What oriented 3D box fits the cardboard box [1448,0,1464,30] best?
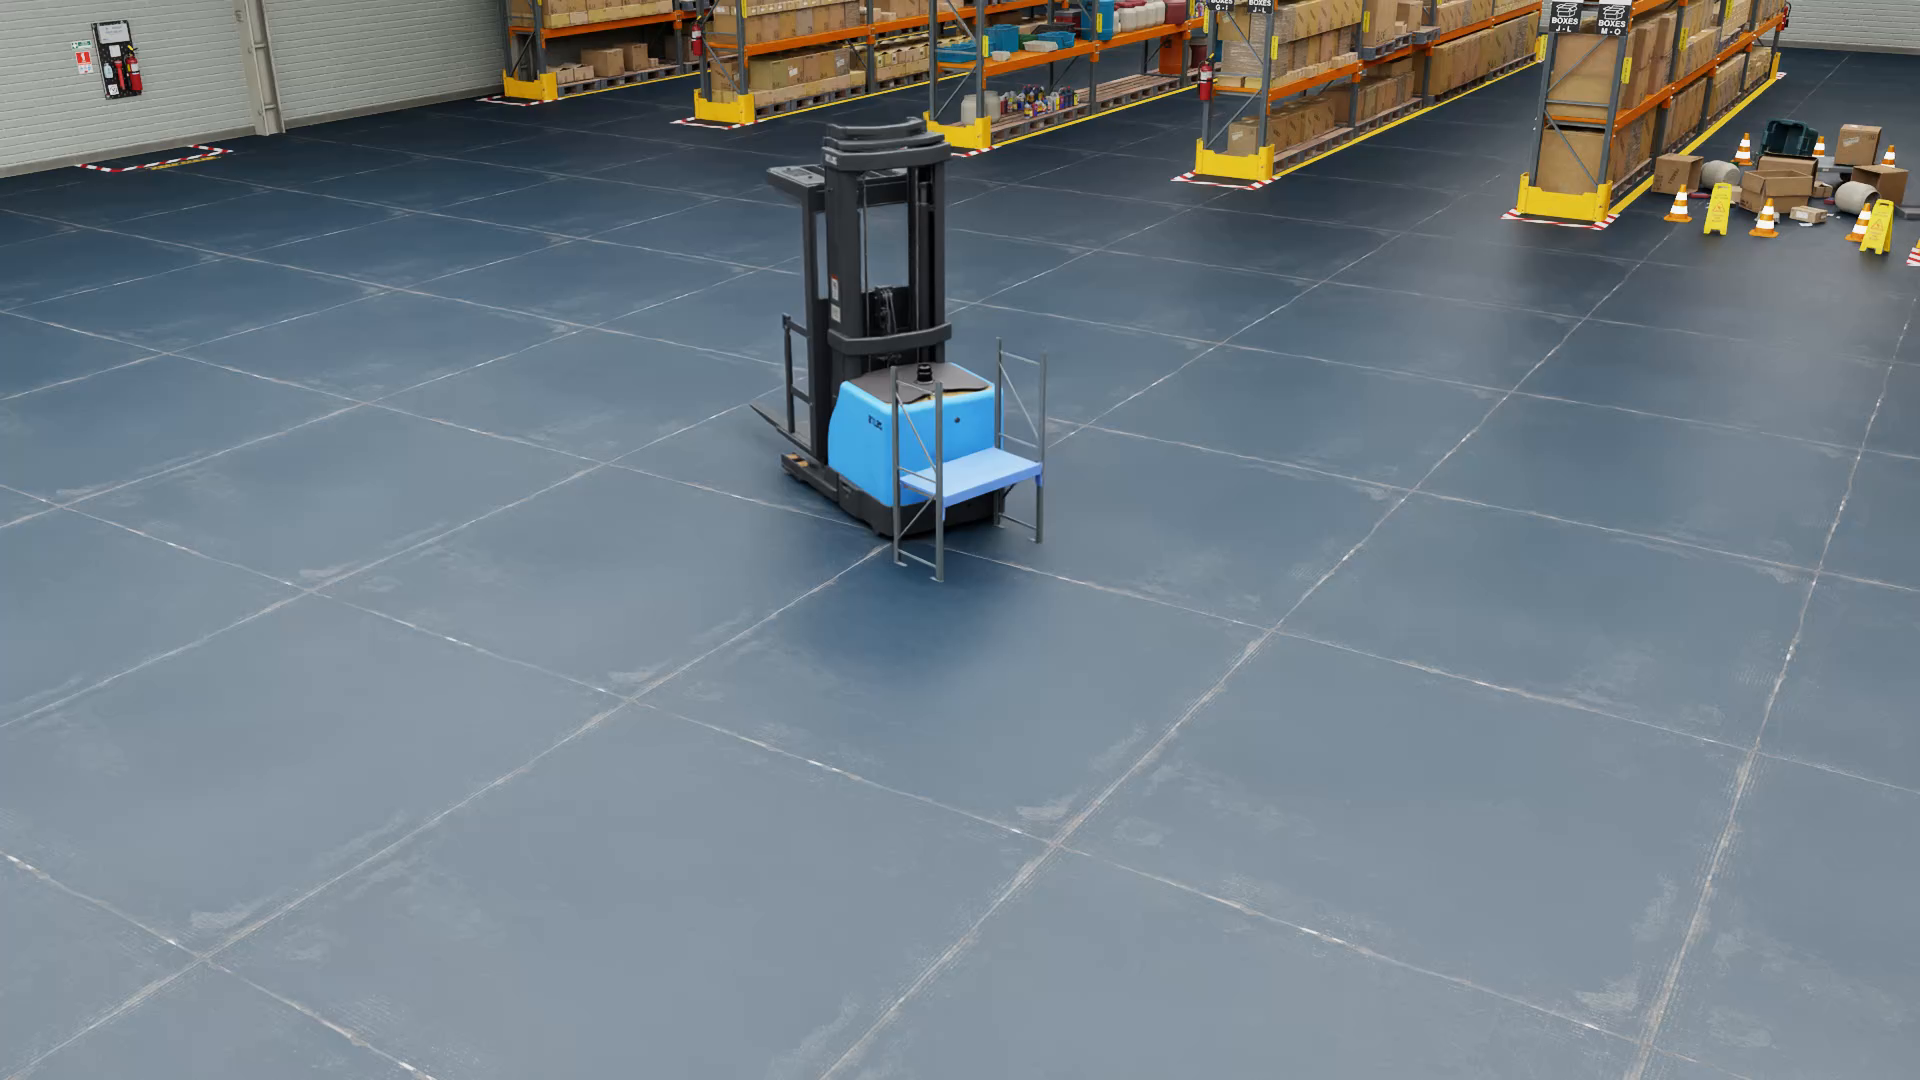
[{"bbox_3d":[9.399,-10.149,32.129,0.500,0.500,0.500,13,27,28],"label":"cardboard box"}]

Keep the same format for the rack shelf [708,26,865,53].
[{"bbox_3d":[-3.205,-9.460,31.322,0.919,0.124,3.809,14,27,29],"label":"rack shelf"}]

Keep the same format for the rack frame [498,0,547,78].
[{"bbox_3d":[-8.471,-10.062,32.054,1.000,3.000,0.127,14,27,29],"label":"rack frame"}]

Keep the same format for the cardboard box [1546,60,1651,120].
[{"bbox_3d":[8.924,-6.344,23.276,0.937,0.550,2.165,14,27,29],"label":"cardboard box"}]

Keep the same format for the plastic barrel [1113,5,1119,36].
[{"bbox_3d":[2.747,-9.676,30.989,0.433,0.535,0.433,0,23,0],"label":"plastic barrel"}]

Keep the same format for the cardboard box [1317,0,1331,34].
[{"bbox_3d":[5.466,-8.224,26.049,0.500,0.500,0.500,14,27,29],"label":"cardboard box"}]

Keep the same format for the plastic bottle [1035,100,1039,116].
[{"bbox_3d":[1.348,-7.598,29.242,0.097,0.271,0.097,0,23,0],"label":"plastic bottle"}]

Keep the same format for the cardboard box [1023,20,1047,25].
[{"bbox_3d":[1.785,-11.739,38.519,0.500,0.500,0.500,14,27,29],"label":"cardboard box"}]

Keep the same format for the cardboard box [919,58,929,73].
[{"bbox_3d":[-0.916,-9.910,34.634,0.500,0.250,0.500,14,27,30],"label":"cardboard box"}]

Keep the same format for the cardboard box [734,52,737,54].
[{"bbox_3d":[-5.195,-11.240,37.367,0.700,0.500,0.500,14,27,29],"label":"cardboard box"}]

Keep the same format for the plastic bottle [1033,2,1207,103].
[{"bbox_3d":[3.186,-9.490,32.237,0.601,1.363,6.012,15,27,30],"label":"plastic bottle"}]

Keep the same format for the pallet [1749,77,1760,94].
[{"bbox_3d":[15.611,-9.293,33.786,1.003,0.211,1.213,14,27,29],"label":"pallet"}]

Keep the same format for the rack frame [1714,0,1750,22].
[{"bbox_3d":[14.642,-9.926,31.738,0.949,2.616,0.053,14,27,29],"label":"rack frame"}]

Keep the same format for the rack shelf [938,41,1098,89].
[{"bbox_3d":[1.001,-8.331,28.960,1.077,0.370,4.000,14,27,29],"label":"rack shelf"}]

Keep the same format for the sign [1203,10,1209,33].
[{"bbox_3d":[3.693,-7.748,24.852,0.100,0.325,0.005,14,27,29],"label":"sign"}]

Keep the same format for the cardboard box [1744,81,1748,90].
[{"bbox_3d":[15.109,-8.865,32.347,0.380,0.149,0.250,13,26,27],"label":"cardboard box"}]

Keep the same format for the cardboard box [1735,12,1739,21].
[{"bbox_3d":[13.910,-9.517,30.208,0.380,0.149,0.250,14,27,29],"label":"cardboard box"}]

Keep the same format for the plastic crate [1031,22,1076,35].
[{"bbox_3d":[1.672,-9.158,30.042,0.767,0.338,0.504,14,27,29],"label":"plastic crate"}]

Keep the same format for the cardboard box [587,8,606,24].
[{"bbox_3d":[-7.408,-10.450,33.112,0.500,0.250,0.500,13,27,28],"label":"cardboard box"}]

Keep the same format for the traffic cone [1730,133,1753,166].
[{"bbox_3d":[12.415,-6.197,26.318,0.336,0.463,0.334,14,27,29],"label":"traffic cone"}]

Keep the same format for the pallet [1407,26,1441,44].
[{"bbox_3d":[8.088,-9.297,30.528,1.213,0.211,1.003,14,27,29],"label":"pallet"}]

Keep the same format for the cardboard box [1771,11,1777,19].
[{"bbox_3d":[16.425,-10.735,33.925,0.380,0.149,0.250,15,27,30],"label":"cardboard box"}]

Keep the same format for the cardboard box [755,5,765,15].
[{"bbox_3d":[-3.733,-9.546,29.919,0.380,0.149,0.250,13,27,28],"label":"cardboard box"}]

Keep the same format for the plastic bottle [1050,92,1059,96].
[{"bbox_3d":[1.721,-7.968,30.091,0.152,0.276,0.135,14,27,29],"label":"plastic bottle"}]

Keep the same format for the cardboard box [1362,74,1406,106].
[{"bbox_3d":[7.756,-8.283,30.536,0.700,0.500,0.500,11,26,25],"label":"cardboard box"}]

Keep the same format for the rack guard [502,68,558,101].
[{"bbox_3d":[-8.430,-8.941,32.609,1.175,0.500,0.348,14,27,29],"label":"rack guard"}]

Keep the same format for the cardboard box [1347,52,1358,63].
[{"bbox_3d":[6.400,-8.049,27.719,0.380,0.149,0.250,14,27,29],"label":"cardboard box"}]

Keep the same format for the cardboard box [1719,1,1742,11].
[{"bbox_3d":[14.049,-9.750,30.372,0.380,0.149,0.250,13,27,27],"label":"cardboard box"}]

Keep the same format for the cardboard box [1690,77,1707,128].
[{"bbox_3d":[12.137,-7.548,28.550,1.050,0.750,0.750,13,27,28],"label":"cardboard box"}]

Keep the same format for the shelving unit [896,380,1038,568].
[{"bbox_3d":[0.057,-0.587,12.053,0.991,1.308,0.475,-20,31,-39],"label":"shelving unit"}]

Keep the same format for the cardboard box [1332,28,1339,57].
[{"bbox_3d":[5.680,-8.180,27.206,0.875,0.500,0.500,14,27,29],"label":"cardboard box"}]

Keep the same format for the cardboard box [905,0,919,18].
[{"bbox_3d":[-1.189,-11.024,34.149,0.500,0.500,0.500,14,27,29],"label":"cardboard box"}]

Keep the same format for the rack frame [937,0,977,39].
[{"bbox_3d":[-0.040,-11.726,35.896,1.000,3.000,0.127,14,27,29],"label":"rack frame"}]

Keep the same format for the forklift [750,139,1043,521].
[{"bbox_3d":[0.186,-5.105,19.849,10.290,3.598,16.073,-13,27,-28],"label":"forklift"}]

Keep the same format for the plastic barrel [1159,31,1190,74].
[{"bbox_3d":[4.410,-10.052,34.232,0.600,0.830,0.708,14,27,29],"label":"plastic barrel"}]

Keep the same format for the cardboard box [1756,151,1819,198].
[{"bbox_3d":[11.835,-5.229,23.860,0.797,0.637,0.503,14,27,29],"label":"cardboard box"}]

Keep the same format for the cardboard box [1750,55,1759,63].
[{"bbox_3d":[15.848,-9.677,33.475,0.380,0.149,0.250,14,27,29],"label":"cardboard box"}]

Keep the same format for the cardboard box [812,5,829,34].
[{"bbox_3d":[-2.920,-9.922,31.605,0.700,0.500,0.500,14,27,30],"label":"cardboard box"}]

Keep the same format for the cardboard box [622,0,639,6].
[{"bbox_3d":[-6.880,-11.135,33.751,0.500,0.500,0.500,13,27,27],"label":"cardboard box"}]

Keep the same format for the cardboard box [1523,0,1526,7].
[{"bbox_3d":[12.012,-11.611,35.948,0.380,0.149,0.250,14,27,29],"label":"cardboard box"}]

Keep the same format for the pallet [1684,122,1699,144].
[{"bbox_3d":[12.054,-7.045,28.593,1.003,0.211,1.213,14,27,29],"label":"pallet"}]

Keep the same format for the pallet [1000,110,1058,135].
[{"bbox_3d":[1.024,-7.425,29.472,1.003,0.211,1.213,14,27,29],"label":"pallet"}]

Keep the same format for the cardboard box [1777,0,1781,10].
[{"bbox_3d":[16.460,-11.079,33.902,0.500,0.500,0.500,13,27,28],"label":"cardboard box"}]

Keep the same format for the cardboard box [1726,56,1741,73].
[{"bbox_3d":[14.184,-8.840,30.903,0.500,0.250,0.500,15,28,31],"label":"cardboard box"}]

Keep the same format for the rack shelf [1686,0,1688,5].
[{"bbox_3d":[11.479,-8.946,26.605,1.077,0.370,4.000,14,27,29],"label":"rack shelf"}]

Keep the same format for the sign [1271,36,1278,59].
[{"bbox_3d":[4.615,-7.232,24.426,0.100,0.325,0.005,14,27,29],"label":"sign"}]

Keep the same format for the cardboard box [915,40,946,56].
[{"bbox_3d":[-0.644,-10.339,34.919,0.500,0.311,0.500,14,27,29],"label":"cardboard box"}]

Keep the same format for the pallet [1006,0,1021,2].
[{"bbox_3d":[0.982,-12.295,37.452,1.003,0.211,1.213,14,27,29],"label":"pallet"}]

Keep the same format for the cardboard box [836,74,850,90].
[{"bbox_3d":[-2.481,-8.937,32.388,0.500,0.250,0.500,14,27,29],"label":"cardboard box"}]

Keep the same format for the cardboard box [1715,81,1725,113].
[{"bbox_3d":[13.437,-8.197,30.362,1.021,0.500,1.490,14,27,30],"label":"cardboard box"}]

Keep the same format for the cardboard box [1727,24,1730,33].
[{"bbox_3d":[13.505,-9.124,29.675,0.380,0.149,0.250,15,28,31],"label":"cardboard box"}]

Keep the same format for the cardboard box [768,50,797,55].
[{"bbox_3d":[-3.450,-9.053,31.710,0.500,0.500,0.500,14,27,29],"label":"cardboard box"}]

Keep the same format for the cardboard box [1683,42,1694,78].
[{"bbox_3d":[11.196,-7.562,26.153,0.500,0.500,0.500,14,27,29],"label":"cardboard box"}]
